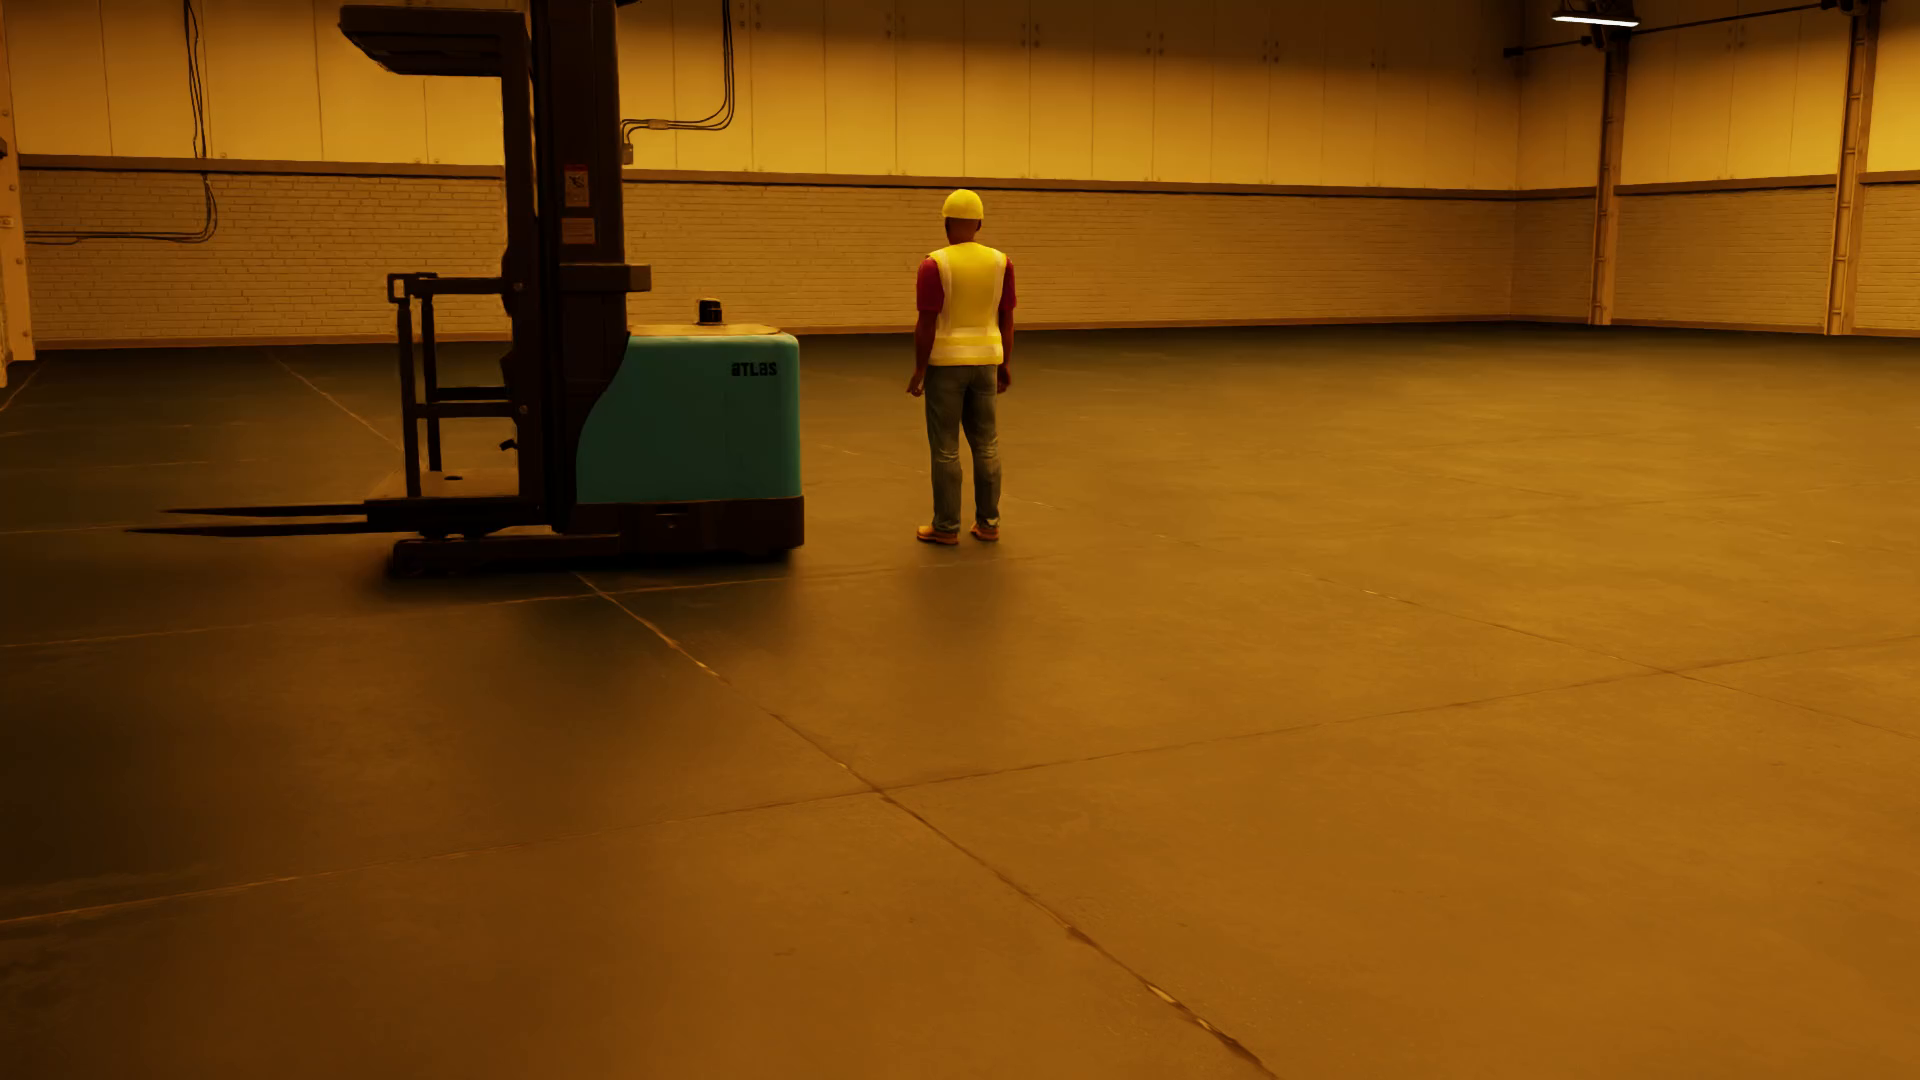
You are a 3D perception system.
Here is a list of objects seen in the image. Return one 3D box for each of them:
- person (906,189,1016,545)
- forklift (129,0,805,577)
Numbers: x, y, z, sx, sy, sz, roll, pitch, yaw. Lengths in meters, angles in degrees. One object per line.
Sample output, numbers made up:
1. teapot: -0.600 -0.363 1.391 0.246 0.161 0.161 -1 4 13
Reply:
1. person: -0.002 -0.870 8.410 0.556 1.770 0.395 -5 11 -26
2. forklift: -2.318 -1.374 7.890 3.031 2.935 1.130 -2 10 -12
